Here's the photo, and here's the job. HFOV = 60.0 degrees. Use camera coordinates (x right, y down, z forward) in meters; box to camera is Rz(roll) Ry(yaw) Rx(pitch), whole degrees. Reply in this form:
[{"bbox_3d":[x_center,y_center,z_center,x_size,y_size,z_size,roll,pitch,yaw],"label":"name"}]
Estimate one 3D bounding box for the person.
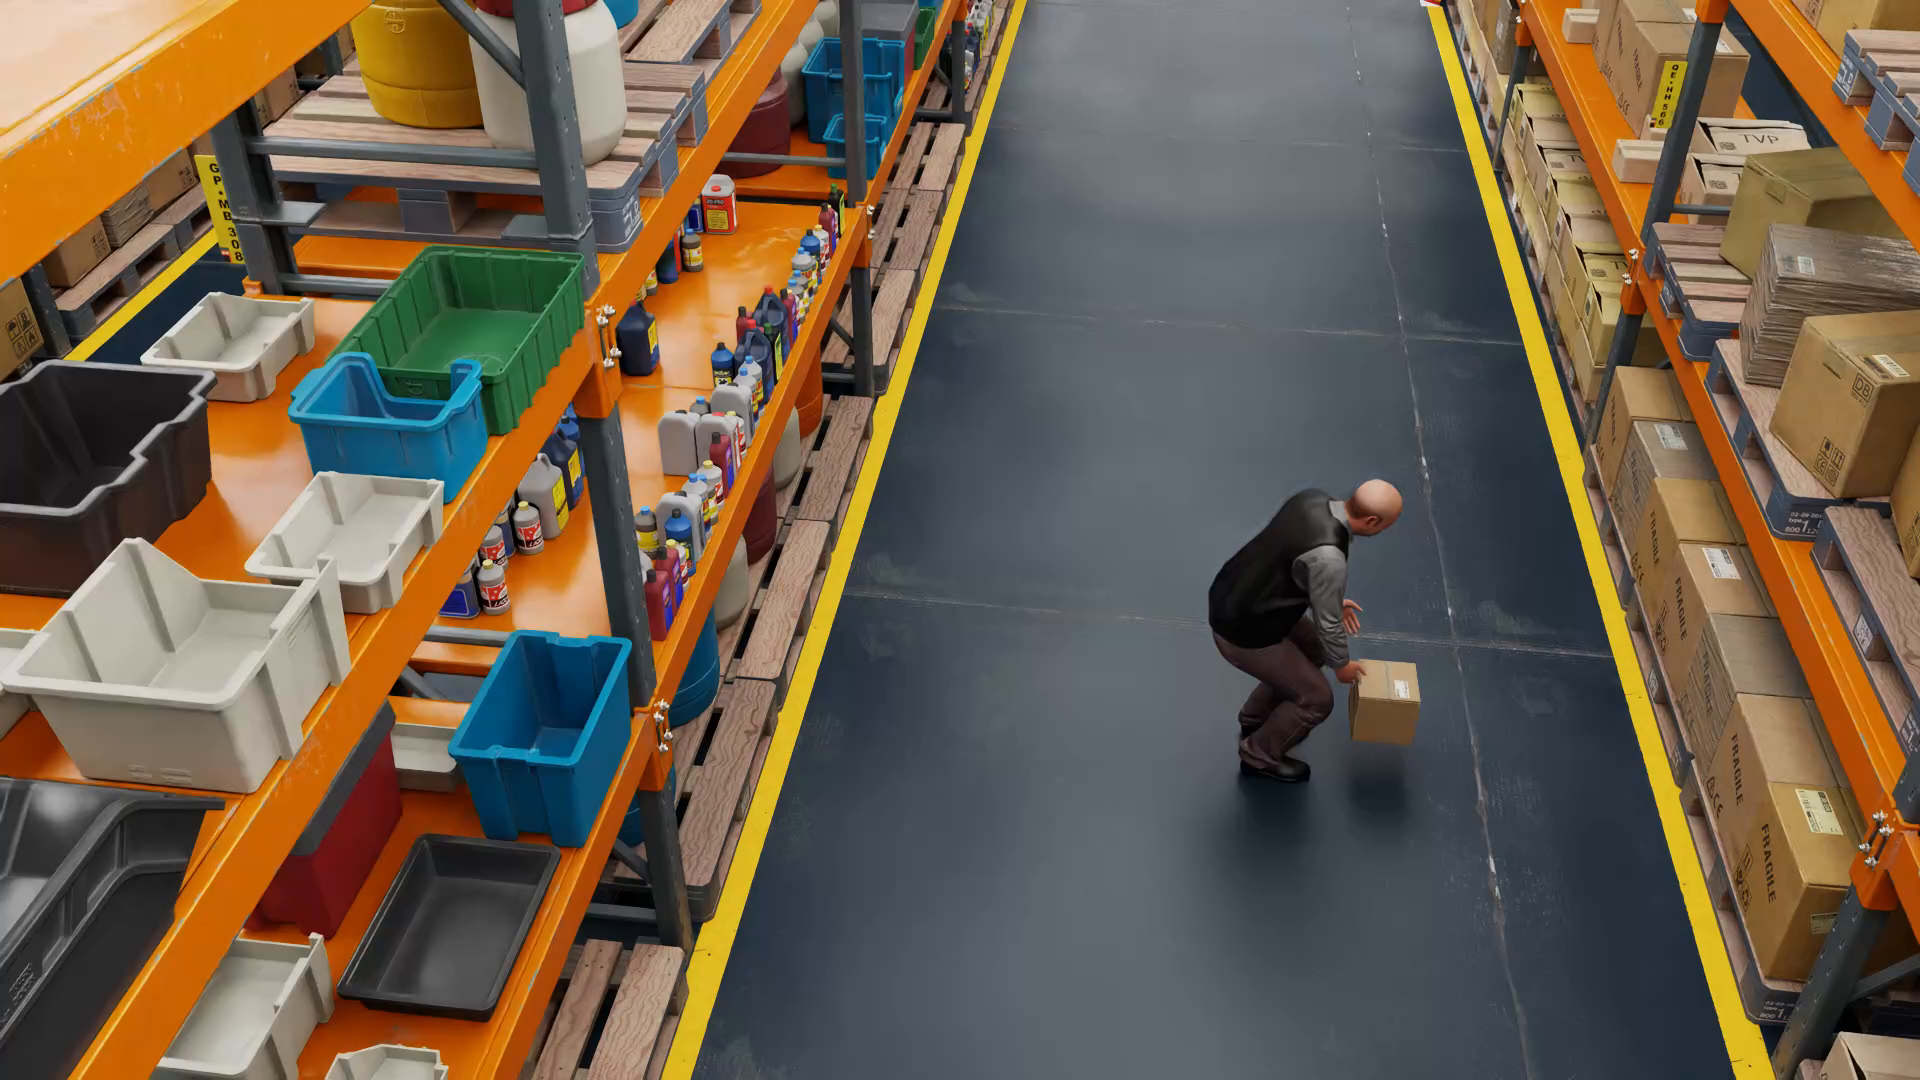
[{"bbox_3d":[1.376,0.333,6.877,0.708,1.405,0.592,4,36,6],"label":"person"}]
